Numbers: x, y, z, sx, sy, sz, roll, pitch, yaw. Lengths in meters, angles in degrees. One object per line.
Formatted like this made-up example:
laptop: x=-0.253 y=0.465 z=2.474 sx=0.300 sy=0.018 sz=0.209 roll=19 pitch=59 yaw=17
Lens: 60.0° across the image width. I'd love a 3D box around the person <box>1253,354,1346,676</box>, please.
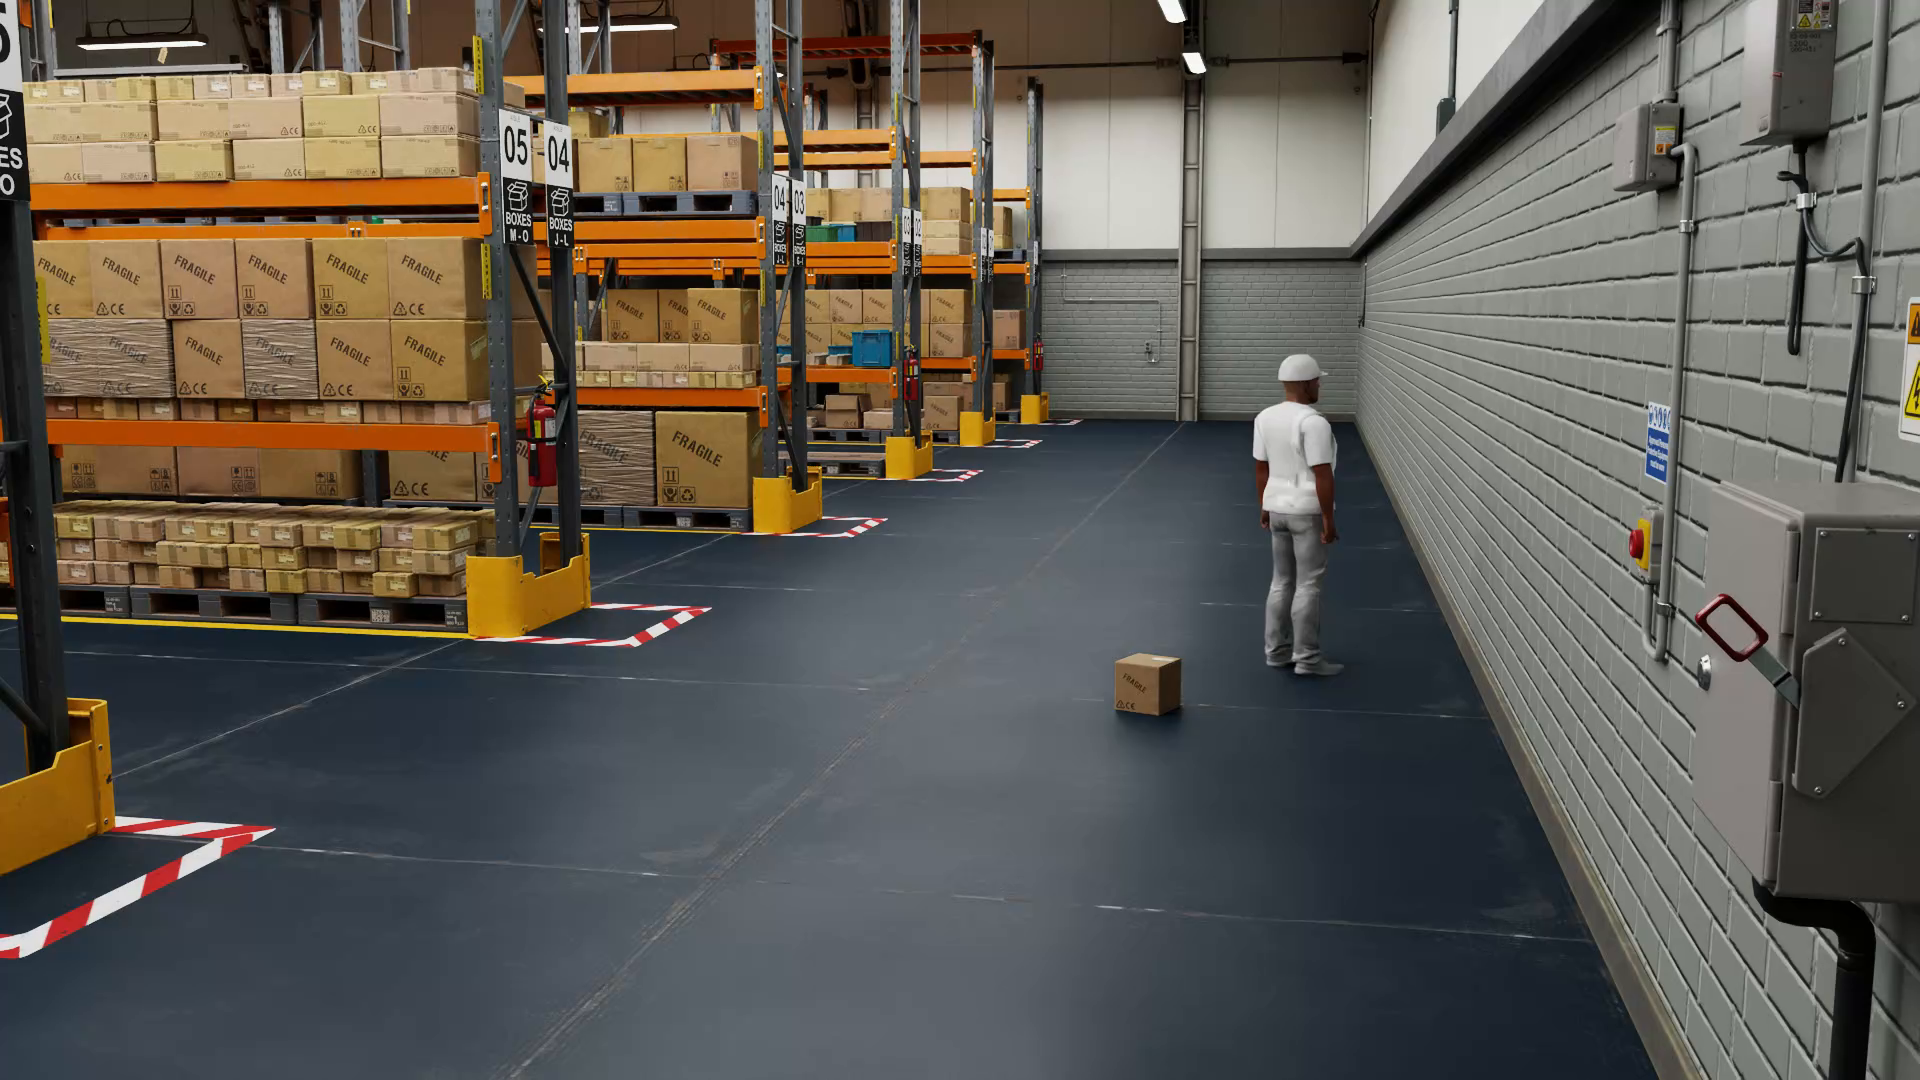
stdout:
person: x=1.904 y=-0.145 z=9.293 sx=0.377 sy=1.779 sz=0.568 roll=-5 pitch=9 yaw=-32
